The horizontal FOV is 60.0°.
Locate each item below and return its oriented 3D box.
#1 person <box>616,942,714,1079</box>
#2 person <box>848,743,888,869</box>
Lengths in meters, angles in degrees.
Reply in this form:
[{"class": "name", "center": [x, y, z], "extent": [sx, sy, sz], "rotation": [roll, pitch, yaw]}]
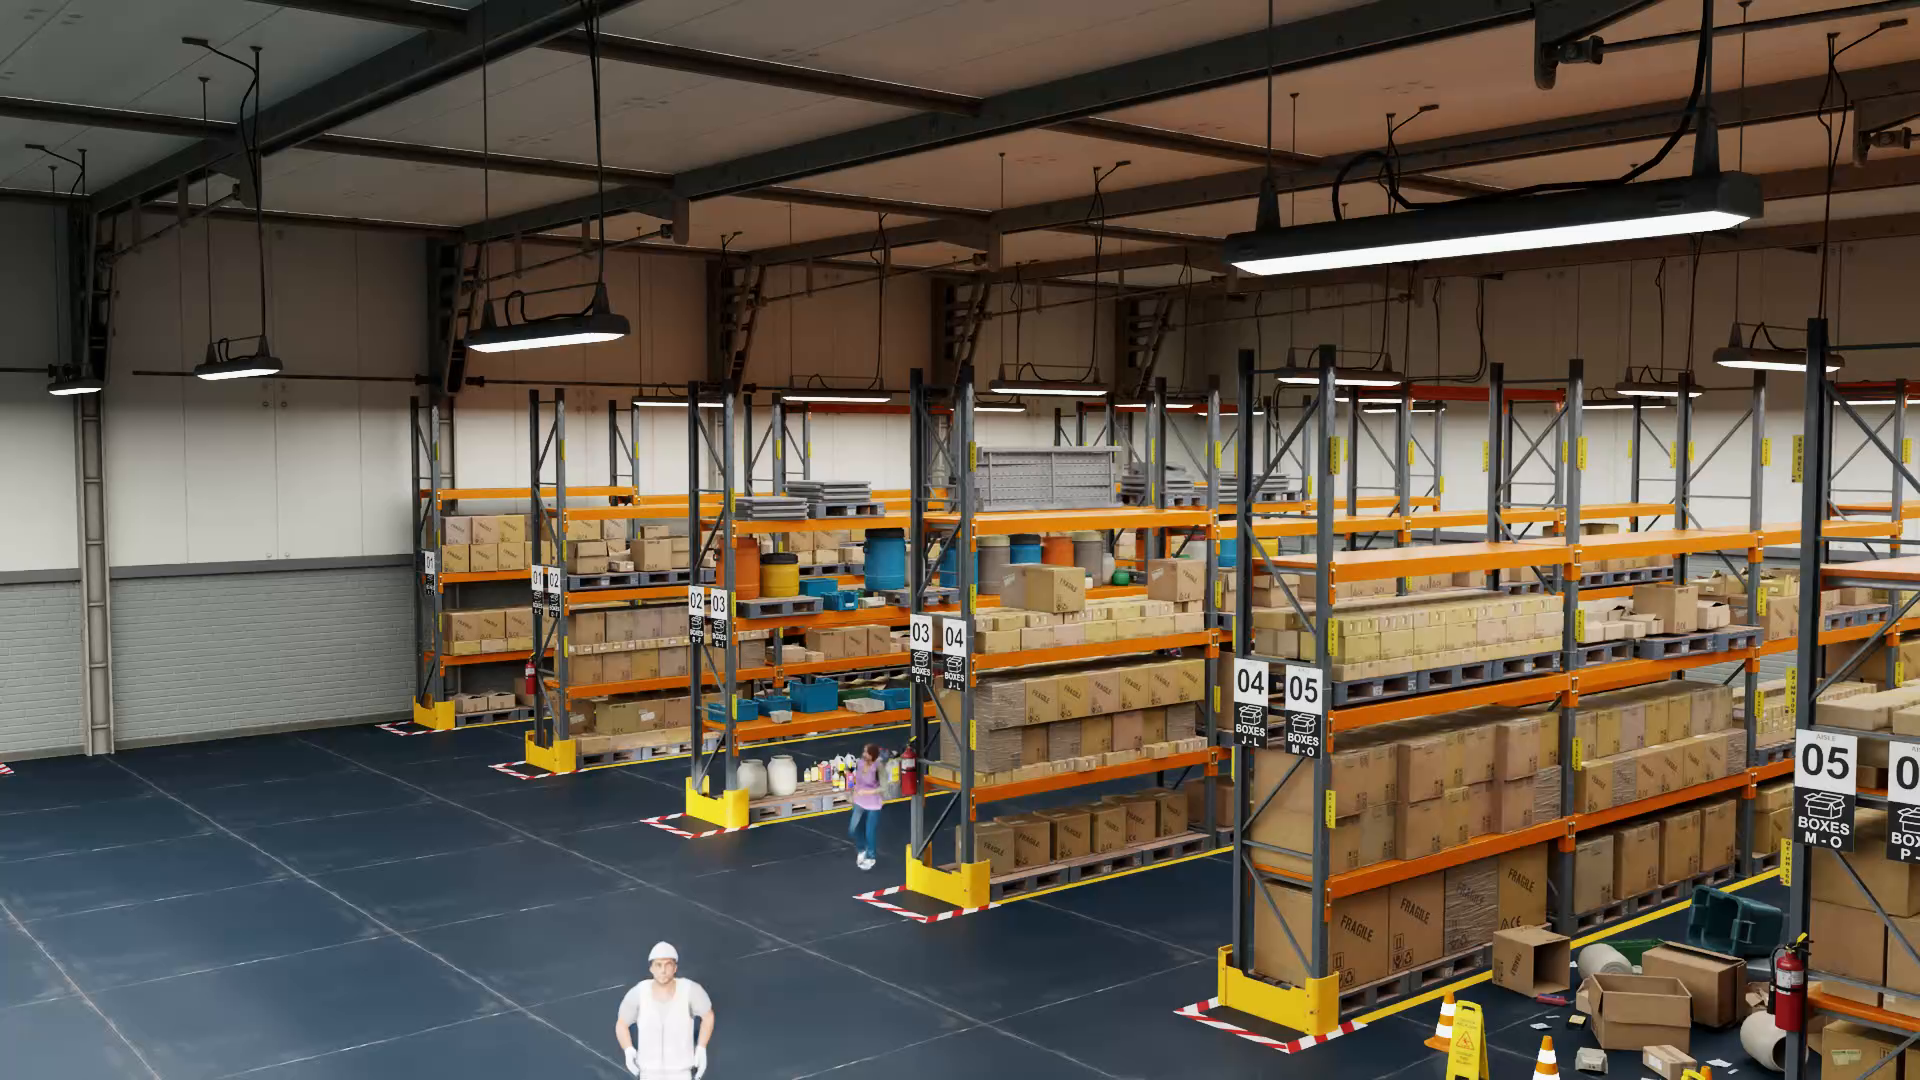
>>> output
[{"class": "person", "center": [-2.028, 3.615, 11.374], "extent": [0.661, 1.745, 0.586], "rotation": [0, 3, -3]}, {"class": "person", "center": [-1.093, 3.204, 19.966], "extent": [0.530, 1.575, 0.574], "rotation": [2, 4, 28]}]
